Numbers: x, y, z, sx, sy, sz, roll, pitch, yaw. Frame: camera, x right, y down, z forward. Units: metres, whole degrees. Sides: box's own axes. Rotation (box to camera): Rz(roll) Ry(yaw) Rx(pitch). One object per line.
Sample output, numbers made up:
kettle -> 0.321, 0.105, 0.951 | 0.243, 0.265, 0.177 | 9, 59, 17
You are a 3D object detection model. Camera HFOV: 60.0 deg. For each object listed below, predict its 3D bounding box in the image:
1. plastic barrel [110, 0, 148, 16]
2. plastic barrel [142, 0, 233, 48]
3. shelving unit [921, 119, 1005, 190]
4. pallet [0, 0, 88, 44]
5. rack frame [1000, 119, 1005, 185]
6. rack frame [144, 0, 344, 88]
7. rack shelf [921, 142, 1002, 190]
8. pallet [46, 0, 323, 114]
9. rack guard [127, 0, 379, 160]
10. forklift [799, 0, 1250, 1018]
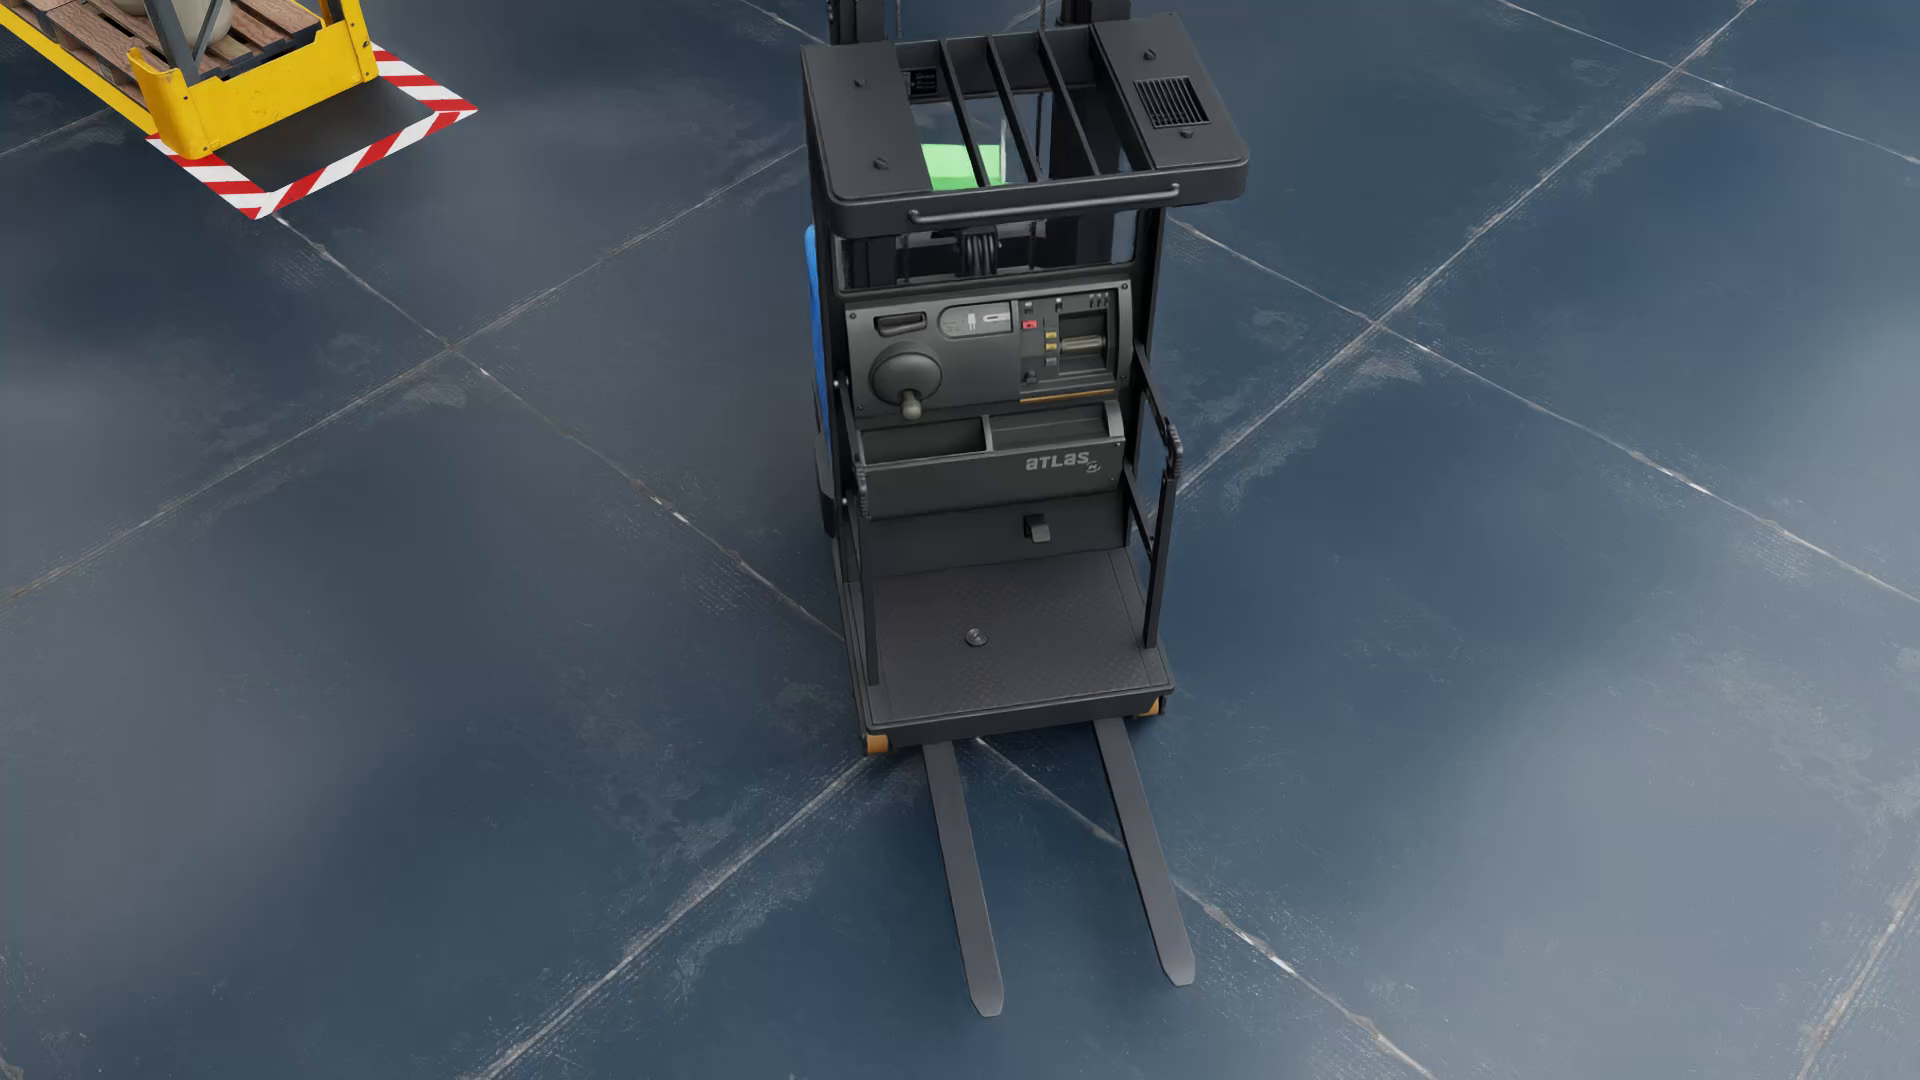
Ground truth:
plastic barrel -> -4.513, -3.180, 9.097 | 0.421, 0.512, 0.421 | 0, 47, 0
plastic barrel -> -4.145, -2.932, 8.864 | 0.421, 0.512, 0.421 | 0, 47, 0
shelving unit -> -0.072, -1.185, 7.032 | 0.503, 1.200, 0.258 | 1, 44, 0
pallet -> -5.183, -3.421, 9.817 | 1.213, 0.211, 1.003 | 34, 55, 28
rack frame -> 0.172, -1.183, 7.030 | 0.015, 1.200, 0.240 | 1, 44, 0
rack frame -> -3.610, -3.355, 7.843 | 0.127, 3.000, 1.000 | 34, 55, 28
rack shelf -> -0.072, -1.483, 6.741 | 0.480, 0.148, 0.258 | 1, 44, 0
pallet -> -4.291, -2.818, 9.251 | 1.213, 0.211, 1.003 | 34, 55, 28
rack guard -> -3.697, -2.512, 8.766 | 0.348, 0.500, 1.175 | 34, 55, 28
forklift -> 0.138, -0.521, 5.229 | 1.130, 2.935, 3.031 | -7, 47, -7
